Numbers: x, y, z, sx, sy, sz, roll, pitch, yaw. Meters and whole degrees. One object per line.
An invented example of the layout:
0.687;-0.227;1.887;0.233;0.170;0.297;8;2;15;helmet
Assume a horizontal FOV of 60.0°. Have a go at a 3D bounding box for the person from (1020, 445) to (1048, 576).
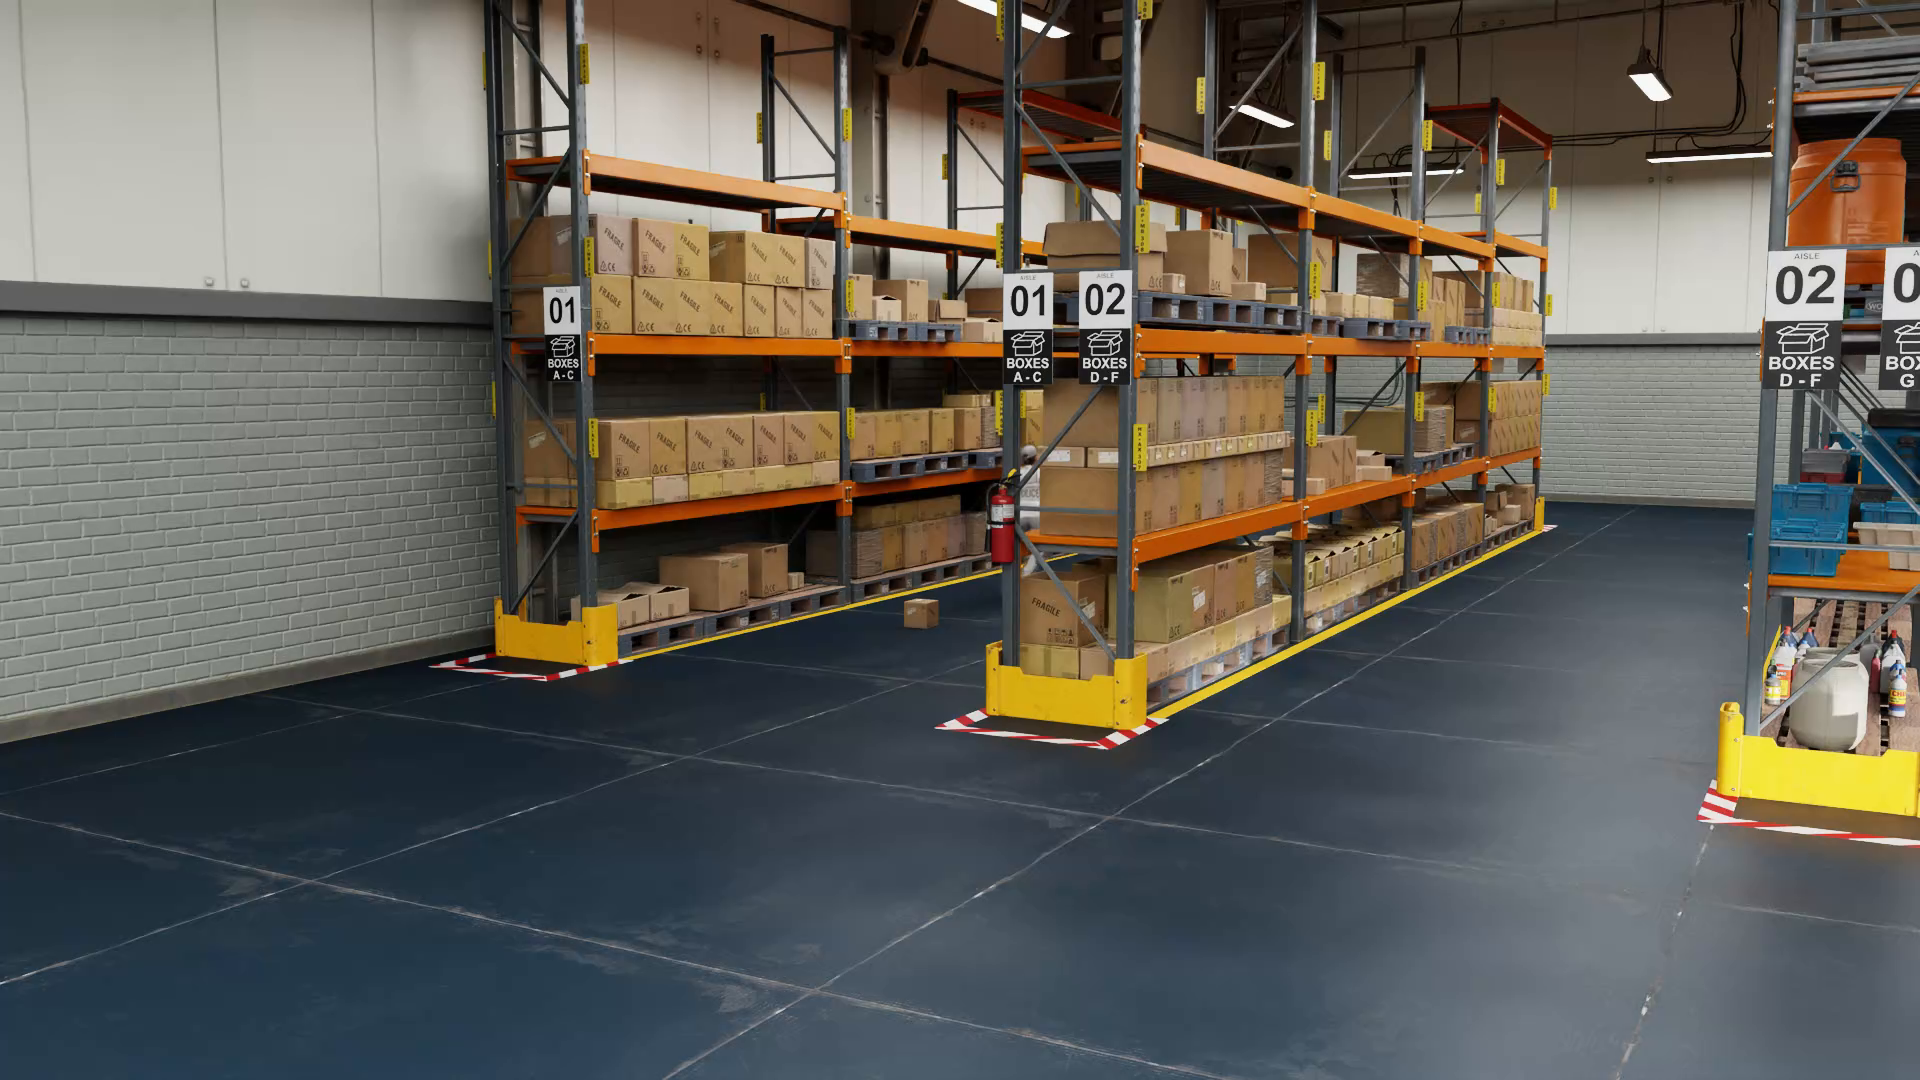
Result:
0.804;-0.248;18.614;0.497;1.625;0.863;3;7;24;person
